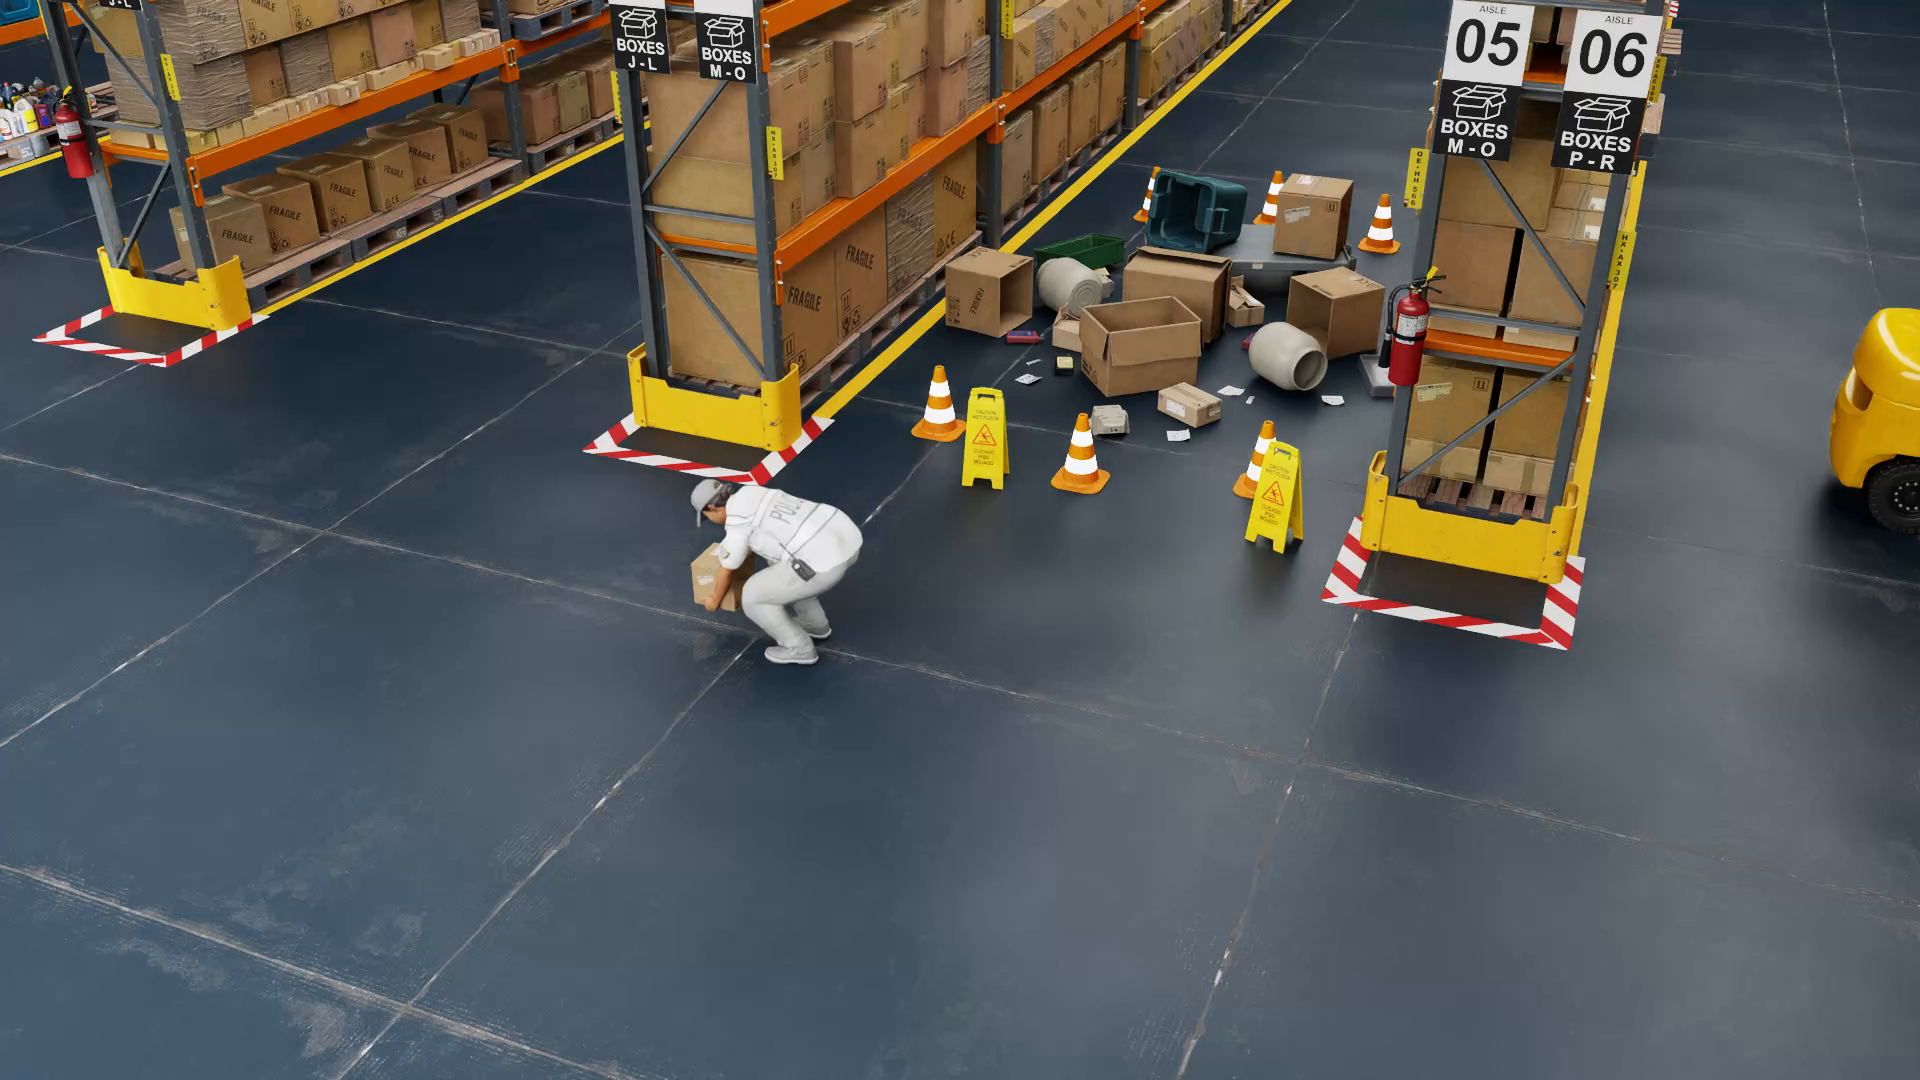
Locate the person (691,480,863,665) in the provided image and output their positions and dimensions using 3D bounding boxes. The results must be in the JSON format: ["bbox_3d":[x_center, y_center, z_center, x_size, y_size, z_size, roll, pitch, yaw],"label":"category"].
[{"bbox_3d":[-0.978,0.153,8.858,0.916,0.940,0.514,10,31,17],"label":"person"}]
